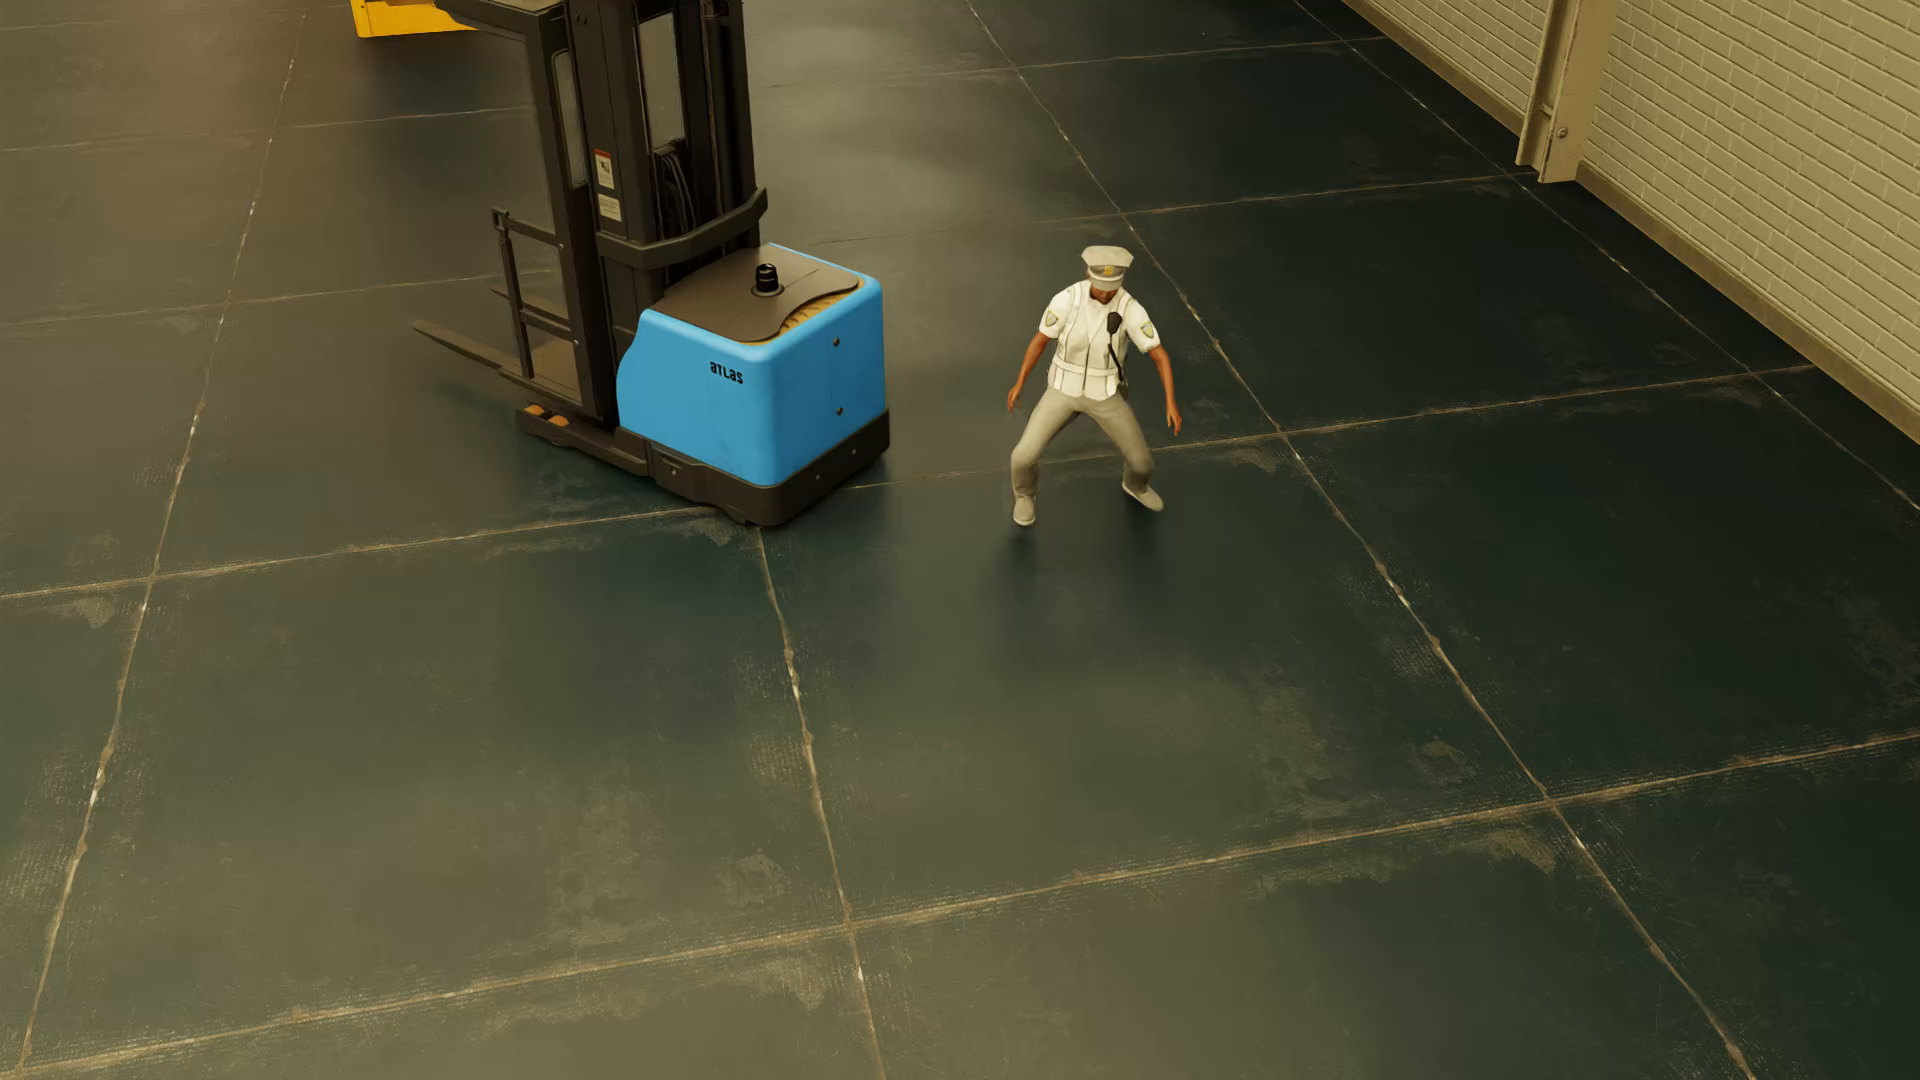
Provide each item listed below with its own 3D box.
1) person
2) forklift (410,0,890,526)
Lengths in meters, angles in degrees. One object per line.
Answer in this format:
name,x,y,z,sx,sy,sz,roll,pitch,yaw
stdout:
person,0.681,-0.734,8.302,0.877,1.546,0.649,7,36,9
forklift,-1.879,-1.943,8.749,3.031,2.935,1.130,23,42,28
